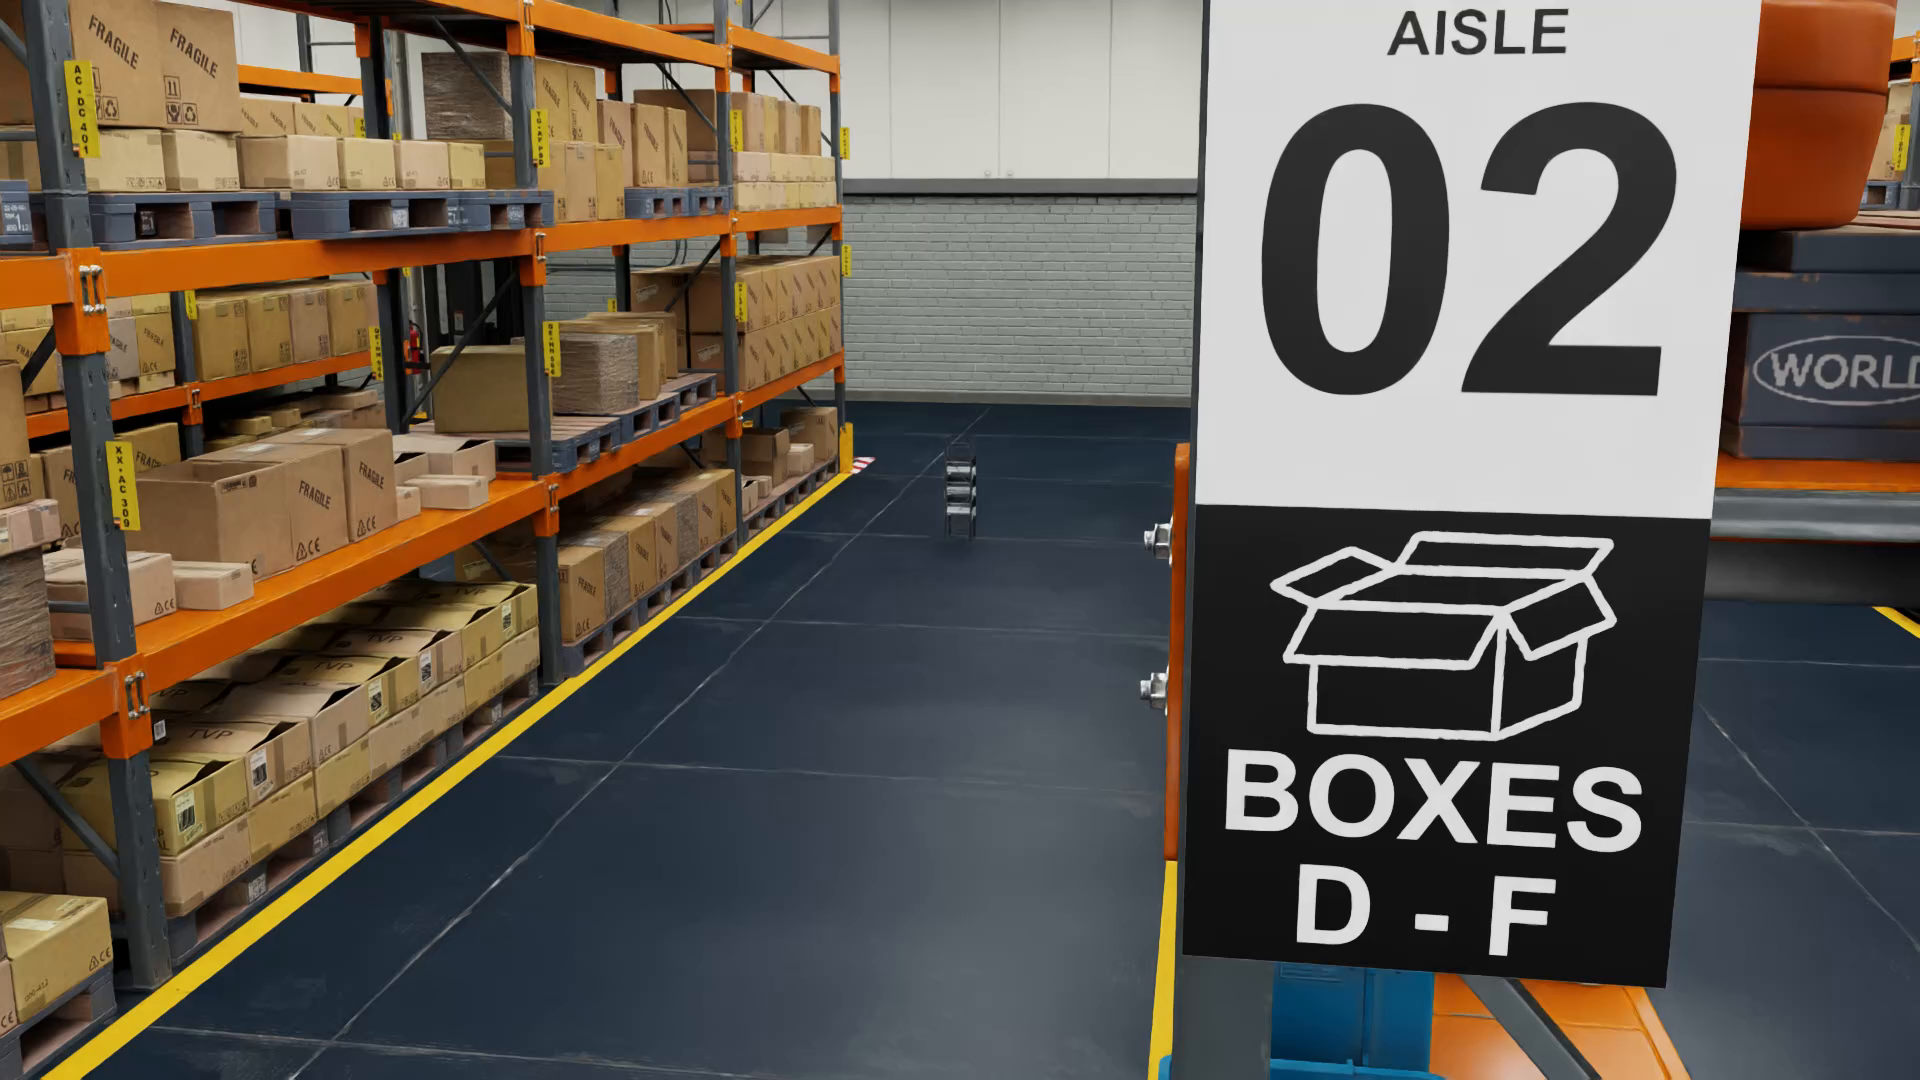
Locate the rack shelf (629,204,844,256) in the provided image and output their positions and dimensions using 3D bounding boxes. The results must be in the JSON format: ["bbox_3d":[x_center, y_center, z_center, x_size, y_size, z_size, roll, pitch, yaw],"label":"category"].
[{"bbox_3d":[-2.052,-2.948,15.642,1.077,0.370,4.000,2,12,9],"label":"rack shelf"}]

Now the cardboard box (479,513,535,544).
[{"bbox_3d":[-3.058,-0.159,11.218,0.500,0.250,0.500,2,12,11],"label":"cardboard box"}]

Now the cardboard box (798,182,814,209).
[{"bbox_3d":[-1.714,-3.319,16.012,0.500,0.250,0.500,2,12,9],"label":"cardboard box"}]

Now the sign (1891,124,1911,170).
[{"bbox_3d":[6.880,-2.871,12.160,0.100,0.325,0.005,2,12,9],"label":"sign"}]

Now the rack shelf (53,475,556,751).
[{"bbox_3d":[-3.282,0.183,8.231,1.077,0.370,4.000,2,12,9],"label":"rack shelf"}]

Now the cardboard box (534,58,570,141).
[{"bbox_3d":[-2.823,-2.786,10.568,0.500,0.500,0.500,2,12,9],"label":"cardboard box"}]

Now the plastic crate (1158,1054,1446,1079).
[{"bbox_3d":[0.576,1.066,2.781,0.499,0.251,0.408,2,12,9],"label":"plastic crate"}]

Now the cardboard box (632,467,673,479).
[{"bbox_3d":[-2.674,-0.318,13.737,0.500,0.500,0.500,1,12,6],"label":"cardboard box"}]

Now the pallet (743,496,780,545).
[{"bbox_3d":[-2.253,-0.197,14.907,1.003,0.211,1.213,2,12,9],"label":"pallet"}]

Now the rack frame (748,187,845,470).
[{"bbox_3d":[-1.744,-2.250,17.814,1.000,3.000,0.127,2,12,9],"label":"rack frame"}]

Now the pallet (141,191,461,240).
[{"bbox_3d":[-3.160,-1.582,8.041,1.003,0.211,1.213,2,12,11],"label":"pallet"}]

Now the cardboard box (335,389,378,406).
[{"bbox_3d":[-6.488,-1.529,17.863,0.380,0.149,0.250,2,12,8],"label":"cardboard box"}]

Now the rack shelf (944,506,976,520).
[{"bbox_3d":[0.001,-0.233,14.451,0.258,0.077,0.200,2,12,9],"label":"rack shelf"}]

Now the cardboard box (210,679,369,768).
[{"bbox_3d":[-3.119,0.823,7.754,0.500,0.311,0.500,1,12,7],"label":"cardboard box"}]

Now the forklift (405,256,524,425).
[{"bbox_3d":[-5.071,-1.953,16.599,3.031,2.935,1.130,6,13,25],"label":"forklift"}]

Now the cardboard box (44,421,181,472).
[{"bbox_3d":[-7.226,-0.592,14.226,0.750,0.750,0.750,2,12,9],"label":"cardboard box"}]

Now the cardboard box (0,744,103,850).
[{"bbox_3d":[-3.811,1.019,6.844,0.500,0.311,0.500,2,12,9],"label":"cardboard box"}]

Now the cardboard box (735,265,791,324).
[{"bbox_3d":[-1.850,-2.258,15.242,0.500,0.500,0.500,2,12,7],"label":"cardboard box"}]

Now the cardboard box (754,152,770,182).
[{"bbox_3d":[-1.964,-3.252,14.513,0.500,0.250,0.500,2,12,9],"label":"cardboard box"}]

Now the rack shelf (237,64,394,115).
[{"bbox_3d":[-6.947,-4.379,16.109,1.077,0.370,4.000,2,12,9],"label":"rack shelf"}]

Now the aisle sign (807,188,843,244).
[{"bbox_3d":[-1.431,-3.525,17.560,0.394,0.787,0.004,2,12,9],"label":"aisle sign"}]

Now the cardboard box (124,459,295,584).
[{"bbox_3d":[-3.374,-0.070,7.461,0.500,0.500,0.500,3,12,13],"label":"cardboard box"}]

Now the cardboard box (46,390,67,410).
[{"bbox_3d":[-7.266,-1.122,13.126,0.380,0.149,0.250,2,12,7],"label":"cardboard box"}]

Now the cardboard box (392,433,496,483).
[{"bbox_3d":[-3.074,-0.467,9.751,0.500,0.311,0.500,3,12,12],"label":"cardboard box"}]

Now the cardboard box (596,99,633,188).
[{"bbox_3d":[-2.712,-2.807,11.805,0.600,0.600,0.600,1,12,6],"label":"cardboard box"}]

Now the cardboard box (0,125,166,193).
[{"bbox_3d":[-3.485,-1.478,6.472,0.500,0.250,0.500,3,13,15],"label":"cardboard box"}]

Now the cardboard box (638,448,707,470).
[{"bbox_3d":[-2.552,-0.538,14.760,0.500,0.500,0.500,2,12,9],"label":"cardboard box"}]

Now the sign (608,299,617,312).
[{"bbox_3d":[-2.897,-1.857,13.933,0.100,0.325,0.005,2,12,9],"label":"sign"}]

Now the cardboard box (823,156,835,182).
[{"bbox_3d":[-1.571,-3.772,16.927,0.500,0.250,0.500,2,12,9],"label":"cardboard box"}]

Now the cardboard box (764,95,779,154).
[{"bbox_3d":[-2.034,-3.728,14.939,0.700,0.500,0.500,2,12,9],"label":"cardboard box"}]

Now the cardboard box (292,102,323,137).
[{"bbox_3d":[-6.642,-4.050,16.386,0.500,0.500,0.500,1,12,6],"label":"cardboard box"}]

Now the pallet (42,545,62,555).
[{"bbox_3d":[-7.484,0.204,13.047,1.003,0.211,1.213,2,12,9],"label":"pallet"}]

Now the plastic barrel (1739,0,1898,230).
[{"bbox_3d":[0.638,-0.745,1.694,0.600,0.830,0.708,2,12,9],"label":"plastic barrel"}]

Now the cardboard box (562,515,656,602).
[{"bbox_3d":[-2.465,0.123,11.691,0.500,0.500,0.500,2,12,8],"label":"cardboard box"}]

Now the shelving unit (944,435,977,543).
[{"bbox_3d":[0.001,-0.442,14.406,0.258,0.900,0.210,2,12,9],"label":"shelving unit"}]

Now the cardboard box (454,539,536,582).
[{"bbox_3d":[-3.063,0.220,11.242,0.500,0.500,0.500,2,12,11],"label":"cardboard box"}]

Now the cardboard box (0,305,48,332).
[{"bbox_3d":[-7.318,-1.724,12.601,0.500,0.250,0.500,2,12,7],"label":"cardboard box"}]

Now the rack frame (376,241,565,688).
[{"bbox_3d":[-2.974,-0.585,10.087,1.000,3.000,0.127,2,12,9],"label":"rack frame"}]

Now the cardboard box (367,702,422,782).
[{"bbox_3d":[-3.047,0.991,8.306,0.500,0.250,0.500,2,12,10],"label":"cardboard box"}]

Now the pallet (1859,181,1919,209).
[{"bbox_3d":[7.565,-2.689,12.939,1.003,0.211,1.213,2,12,9],"label":"pallet"}]

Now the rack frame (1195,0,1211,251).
[{"bbox_3d":[0.689,-1.691,0.979,1.000,3.000,0.127,2,12,9],"label":"rack frame"}]

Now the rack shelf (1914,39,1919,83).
[{"bbox_3d":[7.121,-3.065,10.011,1.077,0.370,4.000,2,12,9],"label":"rack shelf"}]

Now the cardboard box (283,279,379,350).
[{"bbox_3d":[-6.708,-2.450,18.029,0.980,0.700,0.700,2,12,11],"label":"cardboard box"}]

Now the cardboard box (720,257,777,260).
[{"bbox_3d":[-2.146,-2.595,16.803,0.500,0.500,0.500,2,12,9],"label":"cardboard box"}]

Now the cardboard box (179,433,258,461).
[{"bbox_3d":[-7.038,-0.713,15.617,0.700,0.500,0.500,2,12,9],"label":"cardboard box"}]

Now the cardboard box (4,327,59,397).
[{"bbox_3d":[-7.303,-1.362,12.702,0.500,0.500,0.500,2,12,10],"label":"cardboard box"}]

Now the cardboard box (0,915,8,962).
[{"bbox_3d":[-3.533,1.228,5.427,0.500,0.500,0.500,2,12,9],"label":"cardboard box"}]

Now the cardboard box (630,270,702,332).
[{"bbox_3d":[-2.537,-2.069,14.362,0.500,0.500,0.500,2,12,9],"label":"cardboard box"}]

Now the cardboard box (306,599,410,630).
[{"bbox_3d":[-3.418,0.489,9.303,0.500,0.311,0.500,2,12,7],"label":"cardboard box"}]

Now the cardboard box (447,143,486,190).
[{"bbox_3d":[-2.989,-2.087,9.295,0.500,0.250,0.500,1,12,4],"label":"cardboard box"}]

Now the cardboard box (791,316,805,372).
[{"bbox_3d":[-1.780,-1.880,15.861,0.500,0.500,0.500,2,12,8],"label":"cardboard box"}]

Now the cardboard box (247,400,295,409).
[{"bbox_3d":[-7.020,-1.330,16.941,0.380,0.149,0.250,2,12,9],"label":"cardboard box"}]

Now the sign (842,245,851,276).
[{"bbox_3d":[-1.199,-2.948,17.556,0.100,0.325,0.005,2,12,9],"label":"sign"}]

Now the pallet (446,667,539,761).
[{"bbox_3d":[-3.140,0.949,9.591,1.003,0.211,1.213,2,12,9],"label":"pallet"}]

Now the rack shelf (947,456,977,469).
[{"bbox_3d":[0.001,-0.673,14.357,0.258,0.077,0.200,2,12,9],"label":"rack shelf"}]

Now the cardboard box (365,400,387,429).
[{"bbox_3d":[-6.648,-1.244,18.083,0.700,0.500,0.500,2,12,9],"label":"cardboard box"}]

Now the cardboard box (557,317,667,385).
[{"bbox_3d":[-2.696,-1.435,12.798,0.700,0.500,0.500,4,13,18],"label":"cardboard box"}]

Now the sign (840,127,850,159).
[{"bbox_3d":[-1.199,-4.127,17.302,0.100,0.325,0.005,2,12,9],"label":"sign"}]
